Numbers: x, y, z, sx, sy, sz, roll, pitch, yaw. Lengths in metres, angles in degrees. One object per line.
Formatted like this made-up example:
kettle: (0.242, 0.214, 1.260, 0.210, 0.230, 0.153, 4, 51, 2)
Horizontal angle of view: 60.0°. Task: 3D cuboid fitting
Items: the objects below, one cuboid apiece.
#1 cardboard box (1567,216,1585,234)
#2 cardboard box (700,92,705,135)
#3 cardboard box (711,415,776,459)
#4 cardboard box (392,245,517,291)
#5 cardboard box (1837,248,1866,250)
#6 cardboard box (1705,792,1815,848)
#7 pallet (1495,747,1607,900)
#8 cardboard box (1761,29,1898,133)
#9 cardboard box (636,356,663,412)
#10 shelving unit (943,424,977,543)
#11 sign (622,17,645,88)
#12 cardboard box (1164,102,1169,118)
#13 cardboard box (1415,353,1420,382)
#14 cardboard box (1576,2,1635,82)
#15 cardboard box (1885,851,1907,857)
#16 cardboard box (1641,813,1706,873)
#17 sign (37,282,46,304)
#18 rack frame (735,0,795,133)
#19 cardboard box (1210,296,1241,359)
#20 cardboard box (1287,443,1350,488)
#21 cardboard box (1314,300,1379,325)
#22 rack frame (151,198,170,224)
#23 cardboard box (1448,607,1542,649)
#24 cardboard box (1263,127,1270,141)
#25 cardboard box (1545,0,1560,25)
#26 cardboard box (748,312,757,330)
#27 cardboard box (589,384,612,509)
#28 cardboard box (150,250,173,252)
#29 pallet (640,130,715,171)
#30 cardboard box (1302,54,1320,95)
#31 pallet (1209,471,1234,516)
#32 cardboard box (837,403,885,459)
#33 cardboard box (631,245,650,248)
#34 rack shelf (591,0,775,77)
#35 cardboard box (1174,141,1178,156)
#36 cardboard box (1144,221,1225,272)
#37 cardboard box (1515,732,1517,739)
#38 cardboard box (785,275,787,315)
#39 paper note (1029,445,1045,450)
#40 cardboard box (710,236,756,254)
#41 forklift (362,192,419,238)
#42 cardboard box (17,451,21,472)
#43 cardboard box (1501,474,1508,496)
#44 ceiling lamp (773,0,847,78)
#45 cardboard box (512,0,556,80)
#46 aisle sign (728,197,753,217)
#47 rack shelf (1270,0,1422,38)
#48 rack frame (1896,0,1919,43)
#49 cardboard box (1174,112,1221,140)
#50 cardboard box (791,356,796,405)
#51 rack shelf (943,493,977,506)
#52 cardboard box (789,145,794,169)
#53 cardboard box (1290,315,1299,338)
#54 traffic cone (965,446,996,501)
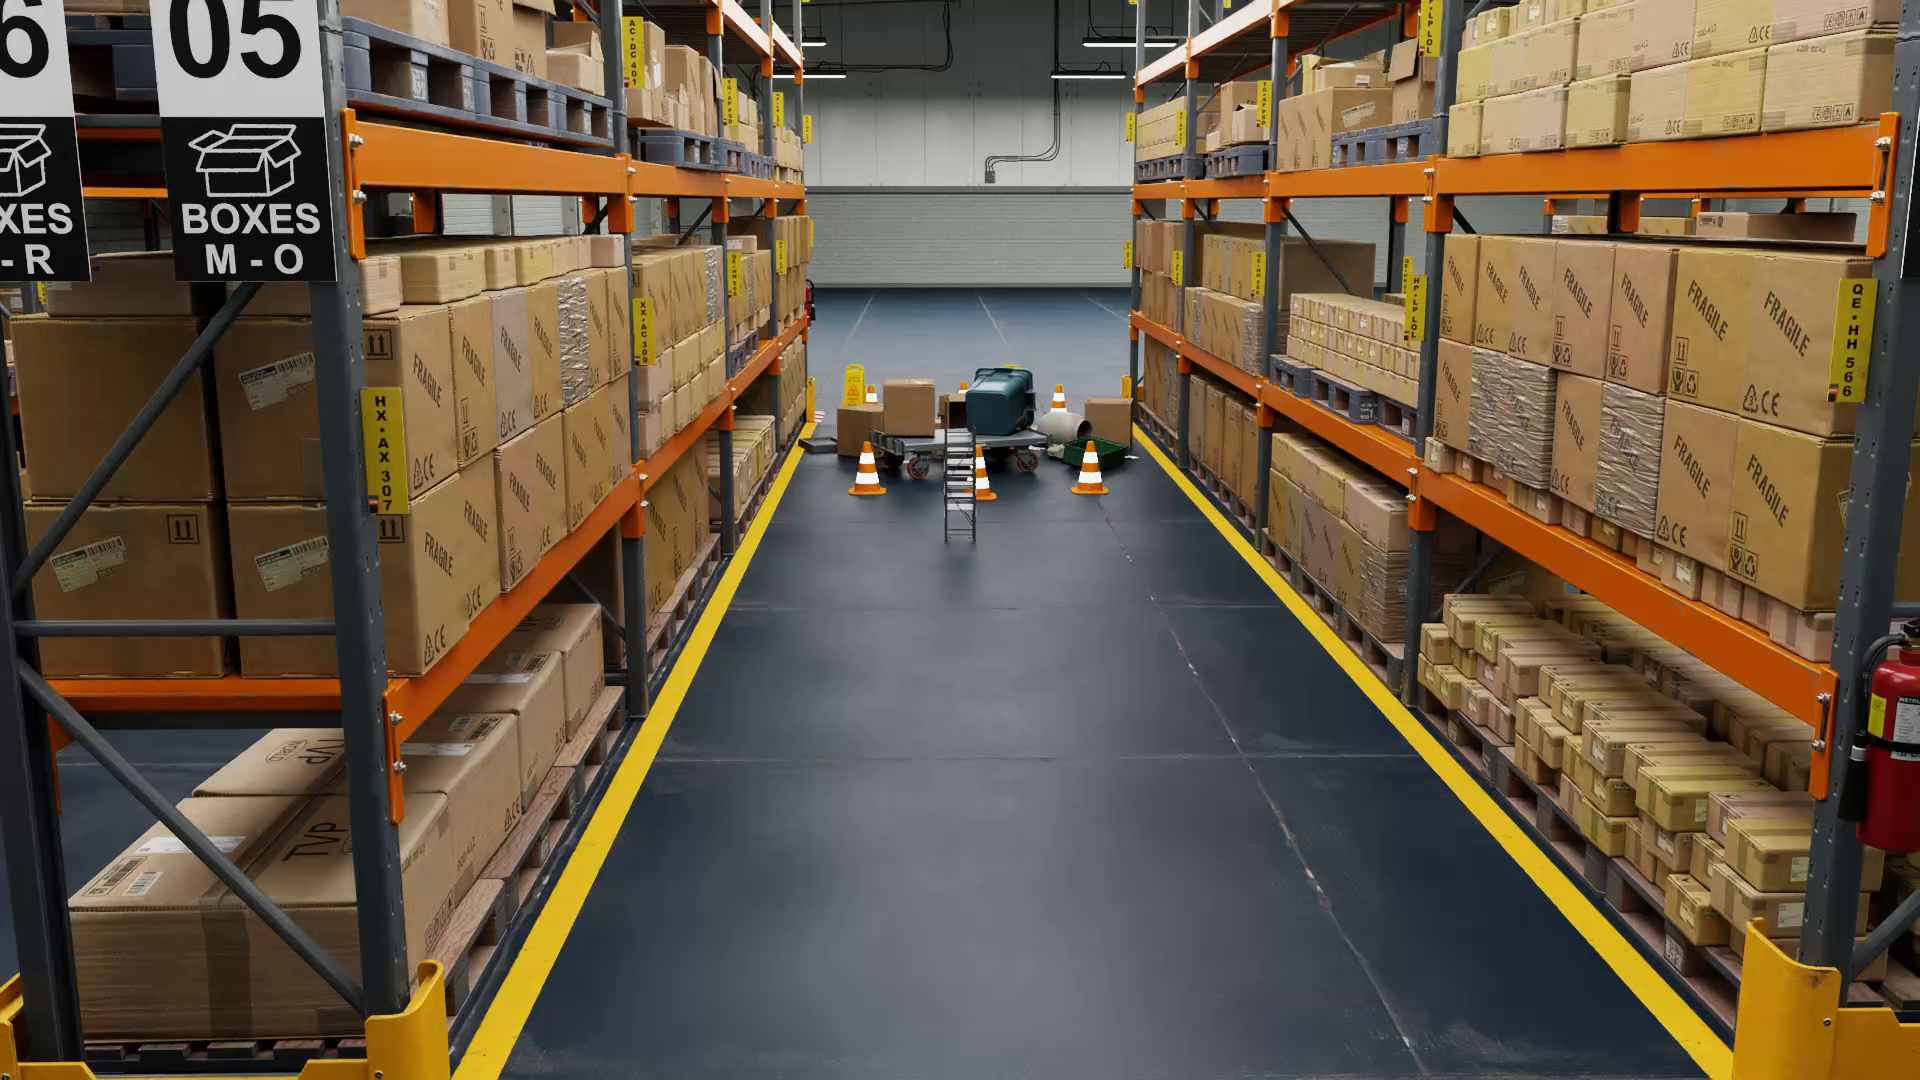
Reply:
cardboard box: (7.292, -3.459, 19.051, 0.500, 0.500, 0.500, 0, 11, -1)
cardboard box: (-1.814, -2.691, 10.516, 0.396, 0.266, 0.258, -1, 11, -3)
cardboard box: (-2.262, -0.962, 15.810, 0.950, 0.372, 0.625, 0, 11, 0)
cardboard box: (-1.770, -0.949, 5.797, 0.380, 0.149, 0.250, 0, 11, -1)
cardboard box: (3.159, -0.679, 5.346, 0.500, 0.500, 0.500, 0, 11, 0)
cardboard box: (2.708, 0.942, 5.489, 0.380, 0.149, 0.250, 0, 11, 0)
pallet: (2.915, 1.145, 6.886, 1.003, 0.211, 1.213, 0, 11, -1)
cardboard box: (2.646, -1.289, 4.702, 0.500, 0.250, 0.500, 0, 11, -2)
cardboard box: (-1.837, -0.818, 8.667, 0.500, 0.250, 0.500, -1, 11, -3)
shelving unit: (0.000, -0.439, 12.962, 0.258, 0.900, 0.210, 0, 11, -1)
sign: (-1.555, -2.323, 7.921, 0.100, 0.325, 0.005, 0, 11, -1)
cardboard box: (2.324, -4.454, 17.244, 0.380, 0.149, 0.250, 0, 11, -1)
cardboard box: (2.631, -0.905, 8.804, 0.380, 0.149, 0.250, 0, 11, 1)
cardboard box: (2.637, -1.839, 6.156, 0.500, 0.250, 0.500, -1, 11, -4)
cardboard box: (3.123, 0.937, 5.516, 0.380, 0.149, 0.250, 0, 11, 0)
cardboard box: (2.611, 1.035, 5.778, 0.380, 0.149, 0.250, -1, 11, -3)
sign: (-6.613, -1.865, 11.994, 0.100, 0.325, 0.005, 0, 11, -1)
rack frame: (-2.361, -5.884, 19.427, 0.949, 2.616, 0.053, 0, 11, -1)
cardboard box: (2.443, -1.831, 14.291, 0.500, 0.500, 0.500, 0, 11, 0)
cardboard box: (2.537, -0.503, 11.339, 0.500, 0.250, 0.500, 0, 11, -2)
cardboard box: (2.584, -1.520, 11.088, 0.380, 0.149, 0.250, -1, 11, -4)
rack frame: (-7.234, -2.127, 16.000, 0.949, 2.616, 0.053, 0, 11, -1)
cardboard box: (2.584, 0.426, 8.034, 0.380, 0.149, 0.250, 0, 11, 2)
cardboard box: (2.522, -3.122, 12.640, 0.380, 0.166, 0.250, 0, 11, -1)
cardboard box: (2.621, -2.170, 6.781, 0.380, 0.149, 0.250, -1, 11, -3)
cardboard box: (-1.982, -1.927, 14.589, 0.380, 0.149, 0.250, 0, 11, -1)
cardboard box: (-1.828, -0.414, 7.302, 0.500, 0.500, 0.500, -1, 11, -3)
cardboard box: (-2.318, -0.842, 5.267, 0.380, 0.149, 0.250, 0, 11, 0)
pallet: (-2.100, -2.381, 10.180, 1.003, 0.211, 1.213, 0, 11, 1)
cardboard box: (2.498, -3.104, 11.093, 0.396, 0.266, 0.258, 0, 11, -1)
pallet: (2.791, -0.426, 14.628, 1.003, 0.211, 1.213, 0, 11, -1)
cardboard box: (-0.937, -1.143, 17.430, 0.500, 0.500, 0.500, 9, 15, 38)
cardboard box: (-2.427, -1.793, 11.587, 0.500, 0.500, 0.500, -1, 11, -3)
rack shelf: (-2.234, -4.142, 13.659, 1.077, 0.370, 4.000, 0, 11, -1)
cardboard box: (2.339, -3.912, 16.576, 0.380, 0.149, 0.250, 0, 11, 0)
cardboard box: (2.537, -3.292, 18.647, 0.875, 0.550, 0.550, 0, 11, -1)
cardboard box: (2.682, 0.872, 7.329, 0.380, 0.149, 0.250, -1, 11, -4)
cardboard box: (-2.039, -2.531, 16.993, 0.500, 0.500, 0.500, 0, 11, -1)
paper note: (0.814, -0.992, 17.893, 0.172, 0.023, 0.155, 4, 12, 18)
cardboard box: (-1.983, -2.585, 14.567, 0.380, 0.149, 0.250, -1, 11, -4)
forklift: (-4.808, -1.509, 13.286, 1.129, 2.867, 3.031, 0, 11, -2)
cardboard box: (-6.892, -0.534, 11.744, 0.380, 0.149, 0.250, -1, 11, -4)
cardboard box: (2.653, -0.260, 7.427, 0.380, 0.149, 0.250, -1, 11, -4)
ceiling lamp: (-3.999, -13.796, 43.747, 2.000, 3.185, 0.800, 0, 11, -1)
cardboard box: (-2.050, -2.066, 6.584, 0.797, 0.503, 0.637, 1, 11, 3)
aisle sign: (-2.669, -4.229, 19.819, 0.394, 0.787, 0.004, 0, 11, -1)
rack shelf: (2.796, -3.388, 9.939, 1.077, 0.370, 4.000, 0, 11, -1)
rack frame: (2.920, -2.743, 3.949, 1.000, 3.000, 0.127, 0, 11, -1)
cardboard box: (2.405, -4.083, 16.416, 0.500, 0.250, 0.500, 0, 11, -2)
cardboard box: (-2.049, -1.702, 17.877, 0.500, 0.500, 0.500, 0, 11, 2)
rack shelf: (0.000, -0.319, 12.986, 0.258, 0.077, 0.200, 0, 11, -1)
cardboard box: (-2.040, -4.082, 17.719, 0.500, 0.250, 0.500, 0, 11, -1)
cardboard box: (2.564, -1.525, 11.860, 0.380, 0.149, 0.250, 0, 11, 1)
traffic cone: (0.156, -0.611, 14.906, 0.336, 0.463, 0.334, 0, 11, -1)
